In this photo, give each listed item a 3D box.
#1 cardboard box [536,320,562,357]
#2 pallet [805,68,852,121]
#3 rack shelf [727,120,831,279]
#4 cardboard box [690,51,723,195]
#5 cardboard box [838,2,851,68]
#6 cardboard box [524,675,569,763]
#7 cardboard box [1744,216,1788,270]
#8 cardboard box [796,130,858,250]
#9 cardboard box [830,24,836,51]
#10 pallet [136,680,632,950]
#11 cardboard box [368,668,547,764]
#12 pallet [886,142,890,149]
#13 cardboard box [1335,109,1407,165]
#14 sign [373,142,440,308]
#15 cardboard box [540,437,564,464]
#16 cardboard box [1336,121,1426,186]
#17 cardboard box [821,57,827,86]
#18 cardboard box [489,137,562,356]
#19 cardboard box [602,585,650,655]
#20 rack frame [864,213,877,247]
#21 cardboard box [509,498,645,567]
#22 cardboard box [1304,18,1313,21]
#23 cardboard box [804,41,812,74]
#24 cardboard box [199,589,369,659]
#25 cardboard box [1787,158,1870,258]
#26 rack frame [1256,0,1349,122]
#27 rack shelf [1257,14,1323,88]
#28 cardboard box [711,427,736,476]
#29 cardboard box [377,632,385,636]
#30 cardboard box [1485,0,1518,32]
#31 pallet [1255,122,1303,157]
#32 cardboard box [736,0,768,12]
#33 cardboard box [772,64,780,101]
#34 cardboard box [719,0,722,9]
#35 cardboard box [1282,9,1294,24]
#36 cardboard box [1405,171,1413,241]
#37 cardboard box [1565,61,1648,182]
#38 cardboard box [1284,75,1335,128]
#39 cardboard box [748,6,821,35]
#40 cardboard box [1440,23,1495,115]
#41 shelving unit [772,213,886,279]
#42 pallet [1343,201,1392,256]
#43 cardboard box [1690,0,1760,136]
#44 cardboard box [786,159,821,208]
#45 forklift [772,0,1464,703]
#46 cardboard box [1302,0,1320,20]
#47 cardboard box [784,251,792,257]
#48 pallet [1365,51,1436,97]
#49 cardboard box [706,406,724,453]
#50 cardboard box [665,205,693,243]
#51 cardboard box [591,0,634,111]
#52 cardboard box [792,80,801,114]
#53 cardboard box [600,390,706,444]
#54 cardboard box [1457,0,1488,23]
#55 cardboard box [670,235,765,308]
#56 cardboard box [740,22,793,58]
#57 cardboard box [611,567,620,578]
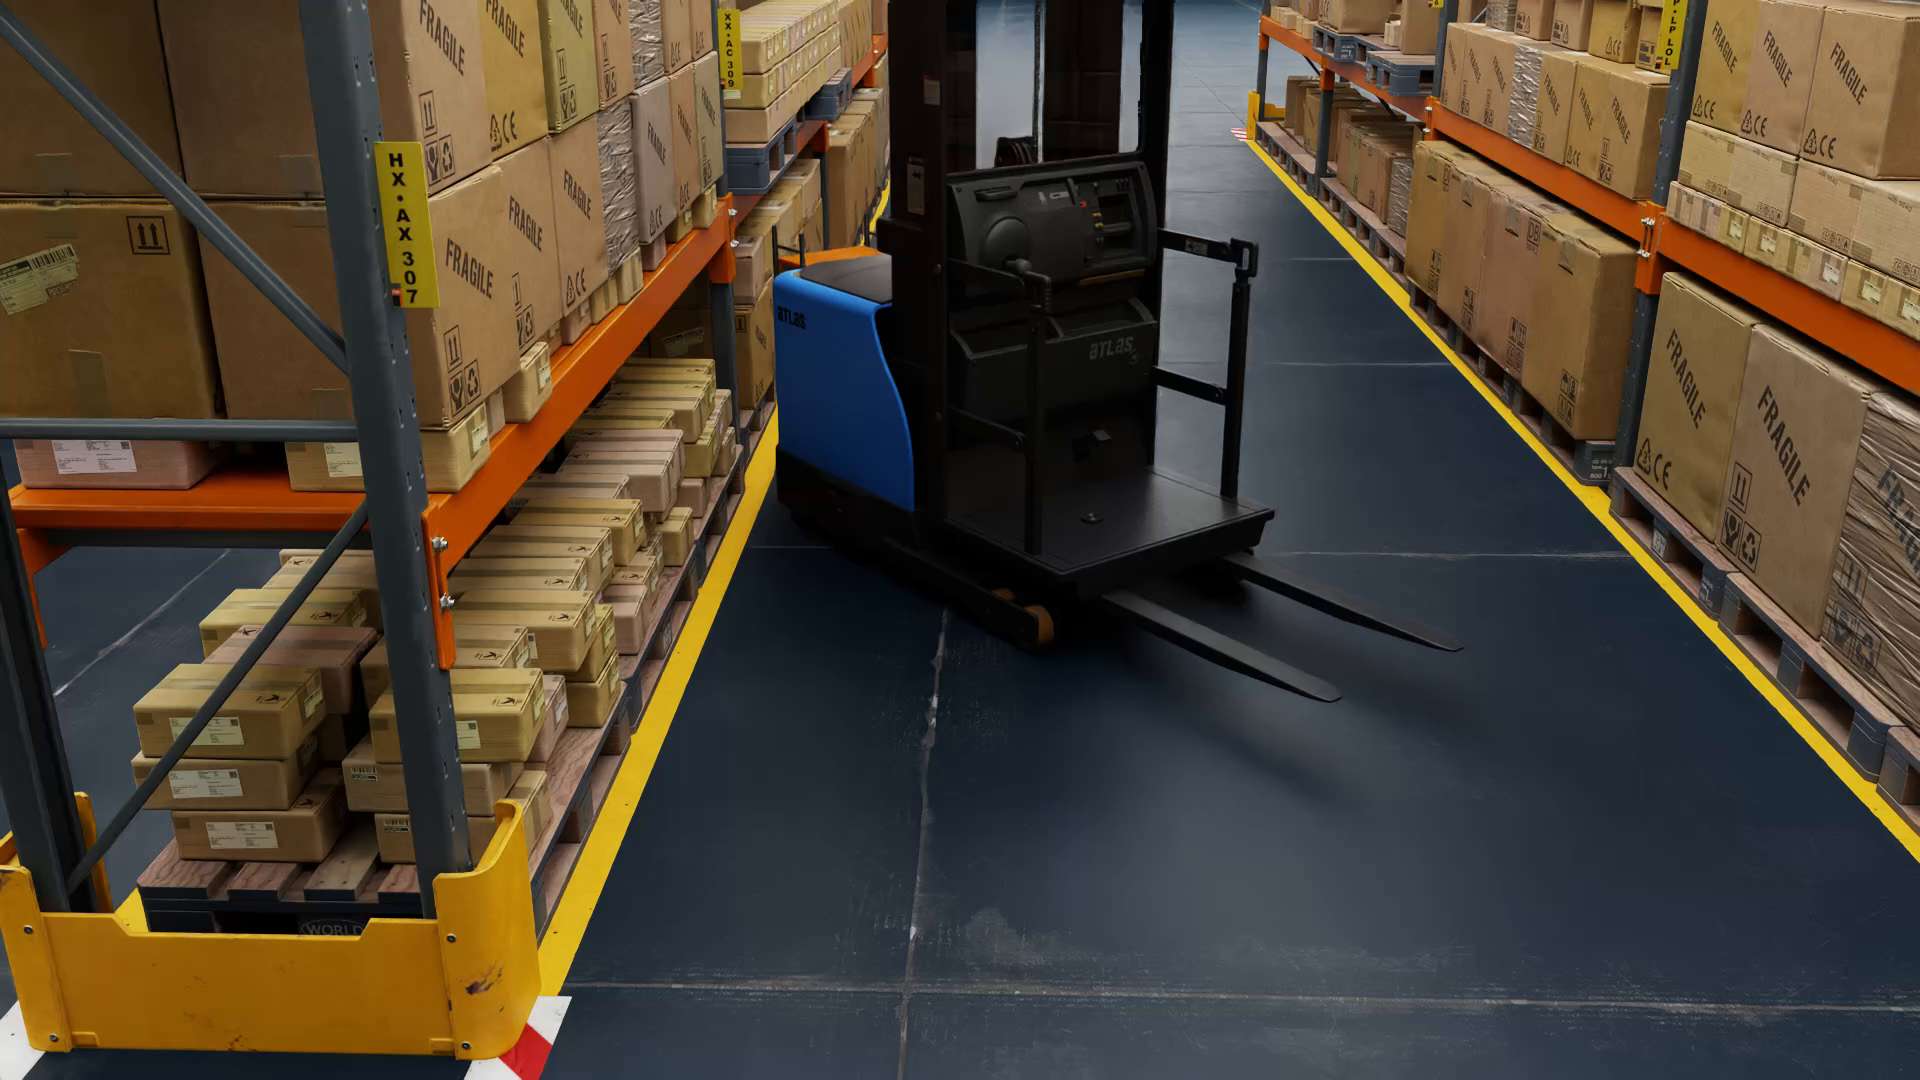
[{"bbox_3d":[-1.367,-0.600,4.776,0.380,0.149,0.250,0,21,1],"label":"cardboard box"},{"bbox_3d":[-1.308,-2.766,10.275,1.213,0.211,1.003,1,21,2],"label":"pallet"},{"bbox_3d":[-1.454,-2.055,9.174,1.077,0.370,4.000,1,21,2],"label":"rack shelf"},{"bbox_3d":[-1.247,-1.675,6.650,0.500,0.500,0.500,1,21,2],"label":"cardboard box"},{"bbox_3d":[-1.081,-3.686,12.244,0.500,0.500,0.500,1,21,2],"label":"cardboard box"},{"bbox_3d":[-1.299,0.488,4.573,0.380,0.149,0.250,1,21,1],"label":"cardboard box"},{"bbox_3d":[3.077,-1.071,5.989,0.380,0.149,0.250,0,21,0],"label":"cardboard box"},{"bbox_3d":[-1.285,-2.480,11.804,1.050,0.750,0.750,0,21,1],"label":"cardboard box"},{"bbox_3d":[-0.960,-3.051,10.101,0.380,0.149,0.250,1,21,4],"label":"cardboard box"},{"bbox_3d":[-1.574,0.758,4.784,1.003,0.211,1.213,1,21,2],"label":"pallet"},{"bbox_3d":[-1.281,0.449,4.264,0.380,0.149,0.250,0,21,-1],"label":"cardboard box"},{"bbox_3d":[-1.136,-3.977,16.986,1.003,0.211,1.213,1,21,2],"label":"pallet"},{"bbox_3d":[3.735,-3.644,15.148,0.500,0.500,0.500,0,21,0],"label":"cardboard box"},{"bbox_3d":[-1.094,-0.619,3.281,0.100,0.325,0.005,1,21,2],"label":"sign"},{"bbox_3d":[-1.744,-0.404,6.462,0.380,0.149,0.250,0,21,0],"label":"cardboard box"},{"bbox_3d":[3.643,-3.287,14.201,0.700,0.500,0.500,-1,21,-3],"label":"cardboard box"},{"bbox_3d":[-0.977,-2.736,9.701,0.380,0.149,0.250,0,21,1],"label":"cardboard box"},{"bbox_3d":[-1.356,-0.760,4.291,0.500,0.500,0.500,1,21,2],"label":"cardboard box"},{"bbox_3d":[-1.249,0.267,5.555,0.380,0.149,0.250,0,21,-1],"label":"cardboard box"},{"bbox_3d":[-0.356,-0.884,7.647,0.015,1.200,0.240,-16,26,-35],"label":"rack frame"},{"bbox_3d":[-1.261,-0.027,5.491,0.380,0.149,0.250,1,21,2],"label":"cardboard box"},{"bbox_3d":[3.483,-4.884,15.818,0.380,0.149,0.250,1,21,2],"label":"cardboard box"},{"bbox_3d":[-0.998,-2.588,8.907,0.380,0.149,0.250,0,21,1],"label":"cardboard box"},{"bbox_3d":[-1.928,0.255,4.763,0.380,0.149,0.250,0,21,0],"label":"cardboard box"},{"bbox_3d":[3.133,-1.111,5.542,0.500,0.250,0.500,1,21,3],"label":"cardboard box"},{"bbox_3d":[3.805,-5.915,18.128,1.000,3.000,0.127,1,21,2],"label":"rack frame"},{"bbox_3d":[3.744,-4.857,16.394,1.077,0.370,4.000,1,21,2],"label":"rack shelf"},{"bbox_3d":[-1.186,-0.389,7.245,0.380,0.149,0.250,1,21,2],"label":"cardboard box"},{"bbox_3d":[-1.781,0.295,5.071,0.380,0.149,0.250,0,21,1],"label":"cardboard box"},{"bbox_3d":[3.523,-3.273,9.792,0.797,0.503,0.637,1,21,3],"label":"cardboard box"},{"bbox_3d":[3.742,-4.295,17.805,1.003,0.211,1.213,1,21,2],"label":"pallet"},{"bbox_3d":[-1.370,-3.789,11.127,0.700,0.500,0.500,1,21,1],"label":"cardboard box"},{"bbox_3d":[-1.037,-2.116,7.692,0.380,0.149,0.250,0,21,1],"label":"cardboard box"},{"bbox_3d":[-1.618,-3.119,9.865,0.380,0.149,0.250,1,21,1],"label":"cardboard box"},{"bbox_3d":[3.507,-5.336,16.983,0.380,0.149,0.250,1,21,2],"label":"cardboard box"},{"bbox_3d":[3.562,-2.305,11.670,0.700,0.500,0.500,0,21,-1],"label":"cardboard box"},{"bbox_3d":[3.203,-1.974,7.832,0.500,0.500,0.500,1,21,3],"label":"cardboard box"},{"bbox_3d":[3.769,-4.720,17.922,0.500,0.500,0.500,5,22,12],"label":"cardboard box"},{"bbox_3d":[-0.985,-2.919,9.348,0.380,0.149,0.250,1,21,2],"label":"cardboard box"},{"bbox_3d":[3.275,-2.897,10.210,0.500,0.500,0.500,1,21,3],"label":"cardboard box"},{"bbox_3d":[-0.548,-0.829,7.508,0.503,1.200,0.258,-16,26,-35],"label":"shelving unit"},{"bbox_3d":[3.627,-2.445,13.039,1.003,0.211,1.213,1,21,2],"label":"pallet"},{"bbox_3d":[3.170,-1.825,6.344,0.500,0.500,0.500,1,21,2],"label":"cardboard box"},{"bbox_3d":[-1.152,-2.244,10.503,0.500,0.250,0.500,0,21,0],"label":"cardboard box"},{"bbox_3d":[0.491,-1.169,5.989,1.130,2.935,3.031,-15,26,-34],"label":"forklift"},{"bbox_3d":[3.723,-5.179,15.680,0.875,0.500,0.500,1,21,2],"label":"cardboard box"},{"bbox_3d":[-1.210,-1.343,9.219,0.500,0.500,0.500,1,21,3],"label":"cardboard box"},{"bbox_3d":[3.477,-3.192,11.375,1.213,0.211,1.003,1,21,2],"label":"pallet"},{"bbox_3d":[-1.203,-0.458,7.011,0.380,0.149,0.250,0,21,-1],"label":"cardboard box"},{"bbox_3d":[-1.256,-1.254,6.462,0.380,0.149,0.250,1,21,4],"label":"cardboard box"},{"bbox_3d":[-1.298,-1.587,5.040,0.500,0.500,0.500,0,21,0],"label":"cardboard box"},{"bbox_3d":[-1.013,-2.257,8.466,0.380,0.149,0.250,0,21,-1],"label":"cardboard box"},{"bbox_3d":[-1.234,-0.497,6.702,0.380,0.149,0.250,0,21,1],"label":"cardboard box"},{"bbox_3d":[3.538,-3.461,11.083,0.500,0.500,0.500,-2,21,-5],"label":"cardboard box"},{"bbox_3d":[-1.228,-1.312,8.102,0.500,0.250,0.500,0,21,-1],"label":"cardboard box"},{"bbox_3d":[-1.020,-2.445,8.128,0.380,0.149,0.250,0,21,1],"label":"cardboard box"},{"bbox_3d":[-1.366,0.014,5.795,0.380,0.149,0.250,2,21,4],"label":"cardboard box"}]
